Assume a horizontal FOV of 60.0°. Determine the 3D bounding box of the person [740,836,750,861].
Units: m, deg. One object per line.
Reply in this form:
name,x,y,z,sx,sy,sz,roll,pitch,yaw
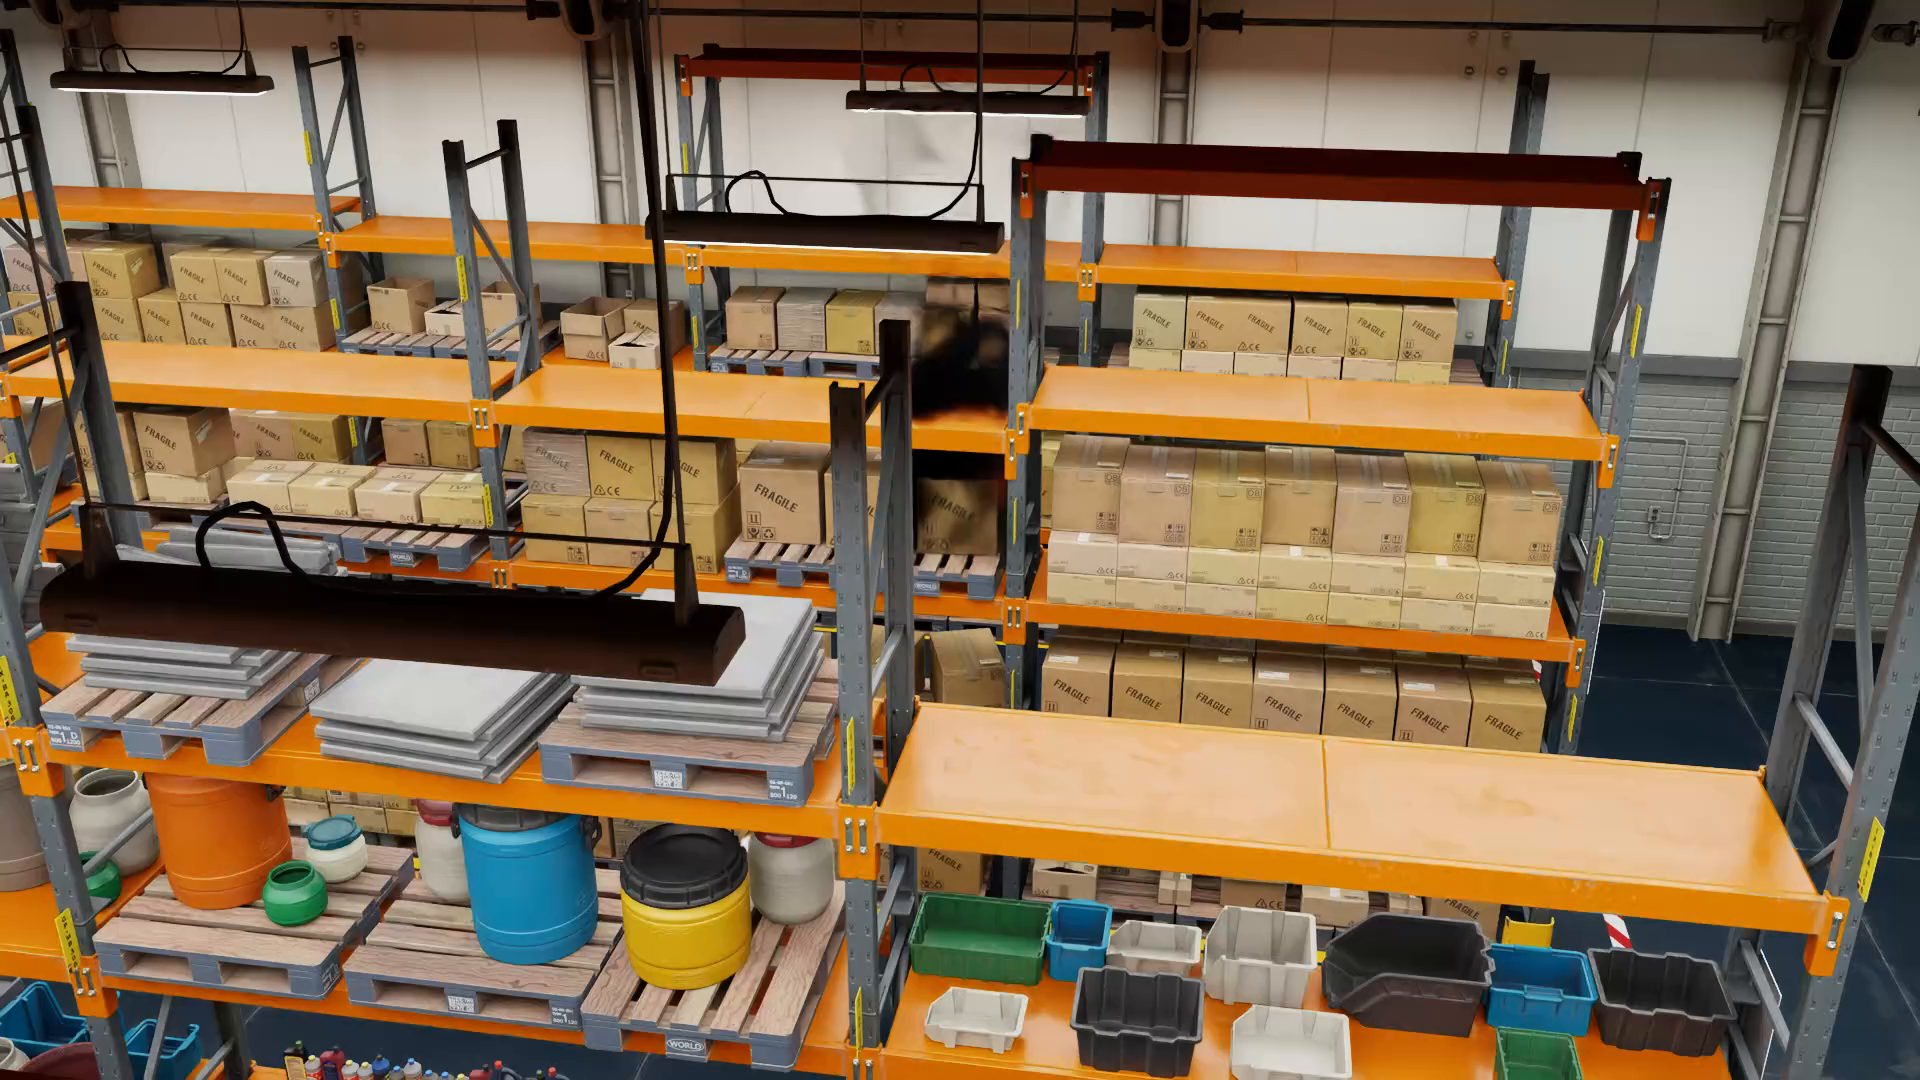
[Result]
person,-1.390,2.790,11.564,0.683,1.798,0.677,1,23,3
